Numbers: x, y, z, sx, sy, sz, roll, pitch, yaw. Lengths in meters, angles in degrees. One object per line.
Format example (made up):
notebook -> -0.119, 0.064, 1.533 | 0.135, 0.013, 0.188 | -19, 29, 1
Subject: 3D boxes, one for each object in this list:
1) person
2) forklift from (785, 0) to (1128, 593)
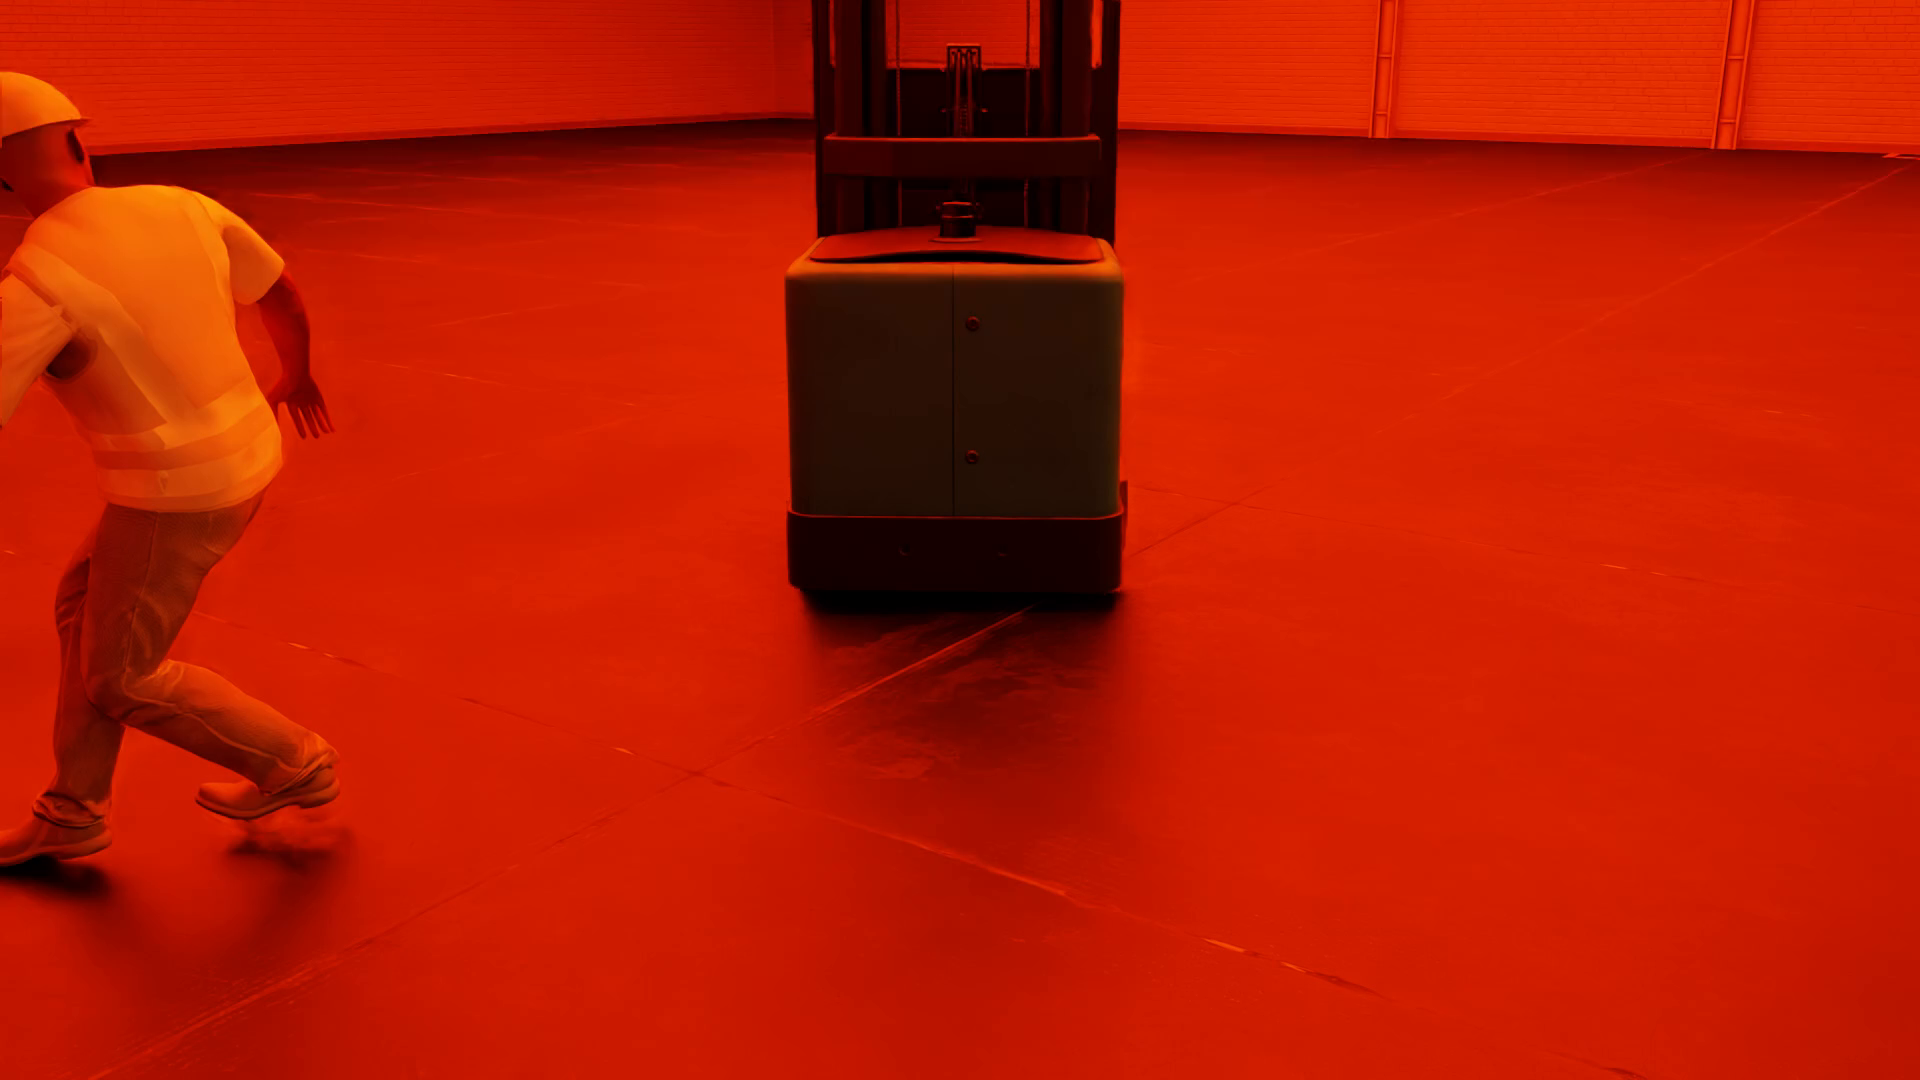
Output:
person -> -1.807, -0.152, 3.546 | 0.831, 1.639, 0.850 | -1, 17, -2
forklift -> 0.030, -1.608, 6.208 | 1.130, 2.935, 3.031 | 1, 17, 2
